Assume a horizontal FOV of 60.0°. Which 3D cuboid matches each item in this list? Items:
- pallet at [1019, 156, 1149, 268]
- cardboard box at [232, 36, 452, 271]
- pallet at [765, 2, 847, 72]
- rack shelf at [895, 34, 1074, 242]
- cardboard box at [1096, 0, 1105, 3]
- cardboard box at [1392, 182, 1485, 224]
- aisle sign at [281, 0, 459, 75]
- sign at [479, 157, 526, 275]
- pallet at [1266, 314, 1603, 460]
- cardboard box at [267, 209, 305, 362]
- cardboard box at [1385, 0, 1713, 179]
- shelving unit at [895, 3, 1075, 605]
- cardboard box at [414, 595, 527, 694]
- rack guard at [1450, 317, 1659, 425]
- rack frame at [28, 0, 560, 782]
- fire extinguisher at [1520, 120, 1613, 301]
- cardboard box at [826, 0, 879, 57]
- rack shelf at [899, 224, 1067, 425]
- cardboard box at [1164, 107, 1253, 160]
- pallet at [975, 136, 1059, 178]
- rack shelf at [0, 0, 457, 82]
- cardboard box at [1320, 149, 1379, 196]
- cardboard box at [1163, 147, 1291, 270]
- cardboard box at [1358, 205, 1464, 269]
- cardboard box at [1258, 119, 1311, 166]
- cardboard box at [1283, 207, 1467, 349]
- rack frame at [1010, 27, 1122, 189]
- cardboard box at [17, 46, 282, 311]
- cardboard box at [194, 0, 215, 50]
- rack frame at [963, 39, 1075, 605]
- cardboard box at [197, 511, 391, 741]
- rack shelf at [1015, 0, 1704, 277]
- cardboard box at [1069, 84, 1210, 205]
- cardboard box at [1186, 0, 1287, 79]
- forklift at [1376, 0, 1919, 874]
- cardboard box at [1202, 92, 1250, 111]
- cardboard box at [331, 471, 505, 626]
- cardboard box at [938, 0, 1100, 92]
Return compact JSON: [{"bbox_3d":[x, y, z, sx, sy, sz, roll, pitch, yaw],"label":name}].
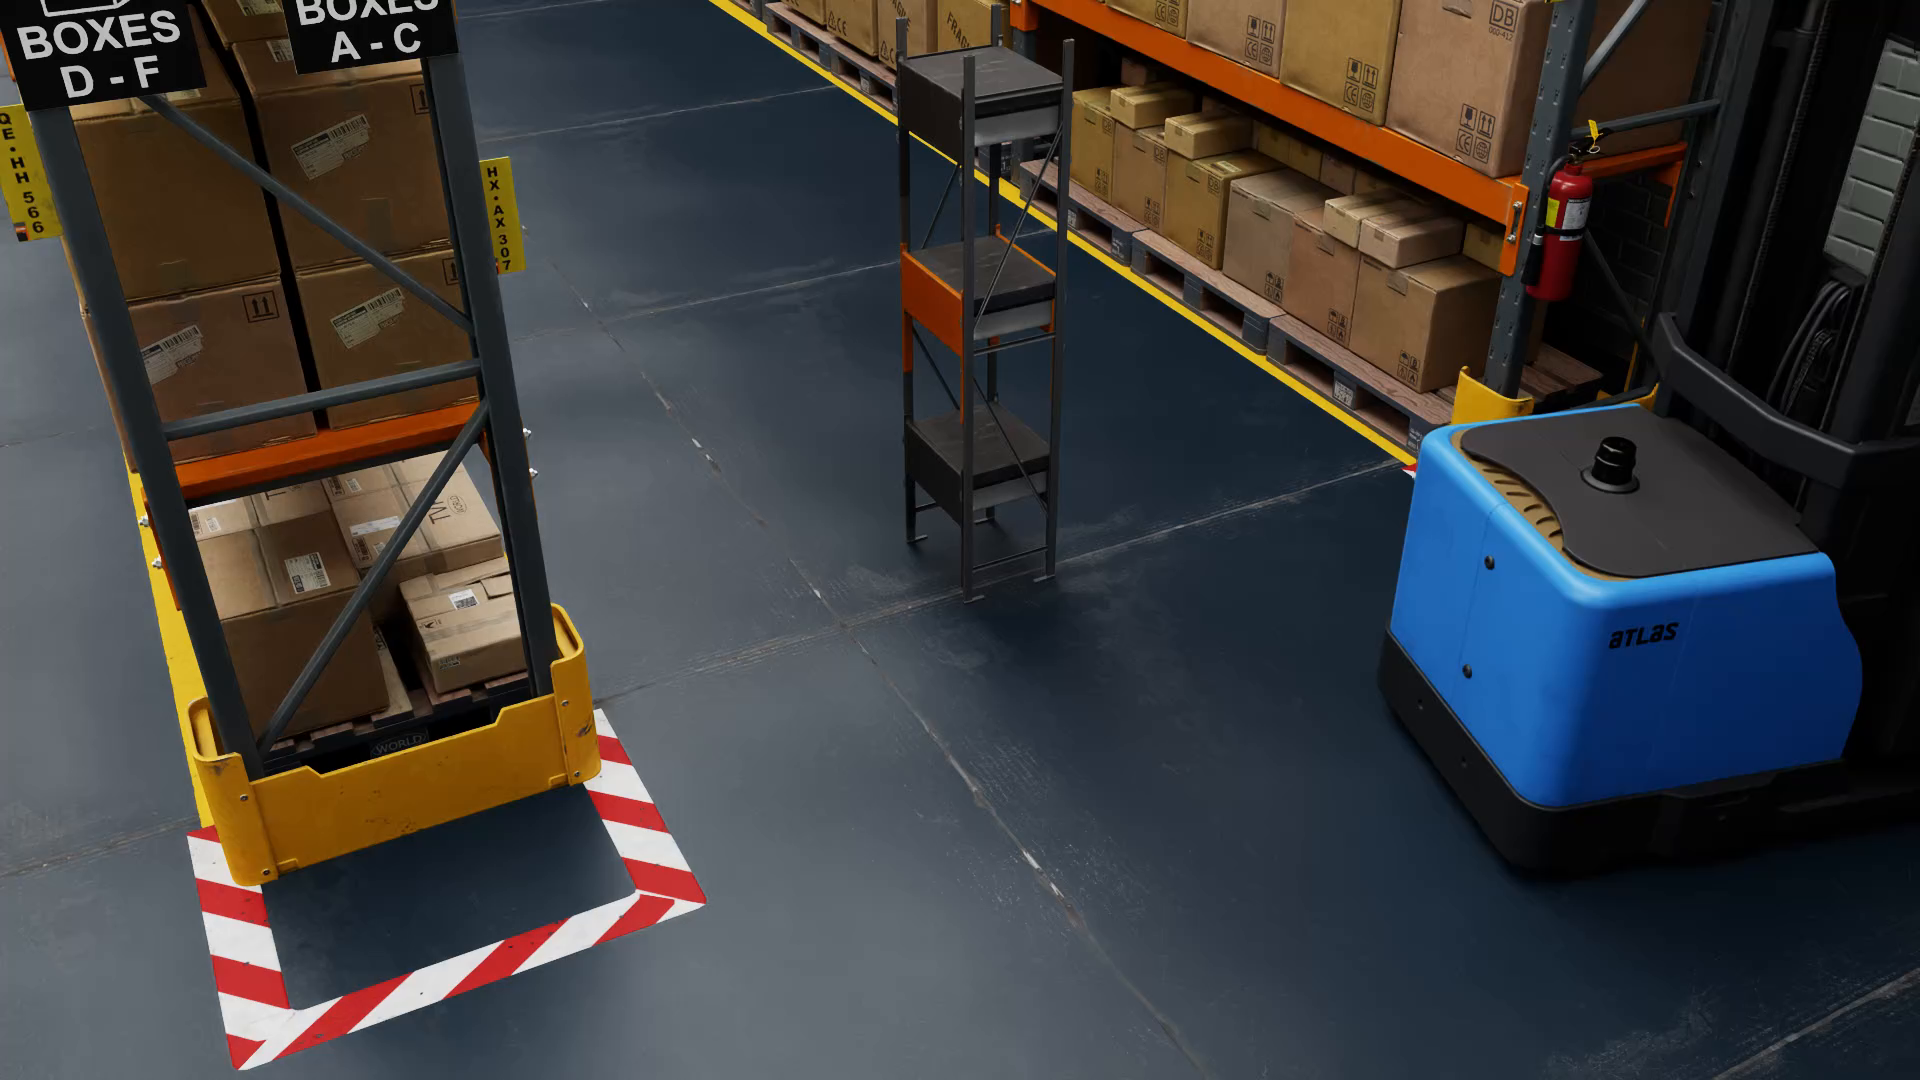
[{"bbox_3d":[1.064,-1.981,9.647,1.003,0.211,1.213,-16,36,-23],"label":"pallet"},{"bbox_3d":[-1.711,-1.123,4.702,0.500,0.500,0.500,-15,35,-22],"label":"cardboard box"},{"bbox_3d":[-0.786,-3.878,12.607,1.003,0.211,1.213,-16,36,-23],"label":"pallet"},{"bbox_3d":[0.077,-1.383,5.690,0.431,0.518,0.480,-16,36,-23],"label":"rack shelf"},{"bbox_3d":[1.017,-3.401,9.000,0.980,0.700,0.700,-15,36,-22],"label":"cardboard box"},{"bbox_3d":[2.227,-1.568,7.743,0.380,0.149,0.250,-16,36,-23],"label":"cardboard box"},{"bbox_3d":[-1.446,-1.517,3.928,0.394,0.787,0.004,-16,36,-23],"label":"aisle sign"},{"bbox_3d":[-1.257,-0.882,4.544,0.100,0.325,0.005,-16,36,-23],"label":"sign"},{"bbox_3d":[2.201,-0.817,7.829,1.003,0.211,1.213,-16,36,-23],"label":"pallet"},{"bbox_3d":[-1.956,-0.946,5.354,0.500,0.500,0.500,-16,36,-24],"label":"cardboard box"},{"bbox_3d":[2.397,-1.996,6.807,0.980,0.700,0.700,-14,35,-21],"label":"cardboard box"},{"bbox_3d":[0.077,-0.805,6.060,0.431,2.100,0.503,-16,36,-23],"label":"shelving unit"},{"bbox_3d":[-1.628,0.348,5.662,0.380,0.149,0.250,-16,36,-23],"label":"cardboard box"},{"bbox_3d":[2.655,-0.565,7.169,1.175,0.500,0.348,-16,36,-23],"label":"rack guard"},{"bbox_3d":[-1.737,-0.381,4.565,1.000,3.000,0.127,-16,36,-23],"label":"rack frame"},{"bbox_3d":[2.306,-1.251,6.340,0.296,0.674,0.183,-16,36,-23],"label":"fire extinguisher"},{"bbox_3d":[-0.457,-3.915,11.684,0.750,0.750,0.750,-16,36,-23],"label":"cardboard box"},{"bbox_3d":[0.077,-0.794,6.068,0.431,0.518,0.480,-16,36,-23],"label":"rack shelf"},{"bbox_3d":[1.278,-2.094,8.565,0.380,0.149,0.250,-17,36,-24],"label":"cardboard box"},{"bbox_3d":[0.352,-2.713,10.789,1.003,0.211,1.213,-16,36,-23],"label":"pallet"},{"bbox_3d":[-2.670,-2.296,5.439,1.077,0.370,4.000,-16,36,-23],"label":"rack shelf"},{"bbox_3d":[1.991,-1.808,8.119,0.380,0.149,0.250,-15,36,-22],"label":"cardboard box"},{"bbox_3d":[1.505,-1.794,8.697,0.700,0.500,0.500,-15,36,-22],"label":"cardboard box"},{"bbox_3d":[2.008,-1.351,7.405,0.380,0.149,0.250,-16,36,-24],"label":"cardboard box"},{"bbox_3d":[1.754,-2.052,8.498,0.380,0.149,0.250,-17,36,-24],"label":"cardboard box"},{"bbox_3d":[1.995,-1.301,7.928,0.700,0.500,0.500,-16,36,-23],"label":"cardboard box"},{"bbox_3d":[0.778,-3.538,9.492,1.000,3.000,0.127,-16,36,-23],"label":"rack frame"},{"bbox_3d":[-2.188,-0.988,4.492,0.500,0.500,0.500,-16,36,-24],"label":"cardboard box"},{"bbox_3d":[-2.190,-1.610,5.463,0.500,0.500,0.500,-15,36,-22],"label":"cardboard box"},{"bbox_3d":[0.191,-0.689,5.878,0.400,2.100,0.015,-16,36,-23],"label":"rack frame"},{"bbox_3d":[-2.209,0.288,5.429,0.500,0.500,0.500,-16,36,-23],"label":"cardboard box"},{"bbox_3d":[1.711,-2.281,8.196,1.077,0.370,4.000,-16,36,-23],"label":"rack shelf"},{"bbox_3d":[1.036,-2.280,9.456,0.700,0.500,0.500,-15,36,-23],"label":"cardboard box"},{"bbox_3d":[1.700,-2.707,7.916,0.980,0.700,0.700,-18,37,-25],"label":"cardboard box"},{"bbox_3d":[3.033,-0.625,5.009,3.031,2.935,1.130,-7,33,-11],"label":"forklift"},{"bbox_3d":[1.515,-2.295,8.879,0.380,0.149,0.250,-17,36,-25],"label":"cardboard box"},{"bbox_3d":[-1.973,0.022,6.077,0.500,0.250,0.500,-16,36,-23],"label":"cardboard box"},{"bbox_3d":[0.360,-3.087,10.392,0.750,0.750,0.750,-15,36,-23],"label":"cardboard box"}]
